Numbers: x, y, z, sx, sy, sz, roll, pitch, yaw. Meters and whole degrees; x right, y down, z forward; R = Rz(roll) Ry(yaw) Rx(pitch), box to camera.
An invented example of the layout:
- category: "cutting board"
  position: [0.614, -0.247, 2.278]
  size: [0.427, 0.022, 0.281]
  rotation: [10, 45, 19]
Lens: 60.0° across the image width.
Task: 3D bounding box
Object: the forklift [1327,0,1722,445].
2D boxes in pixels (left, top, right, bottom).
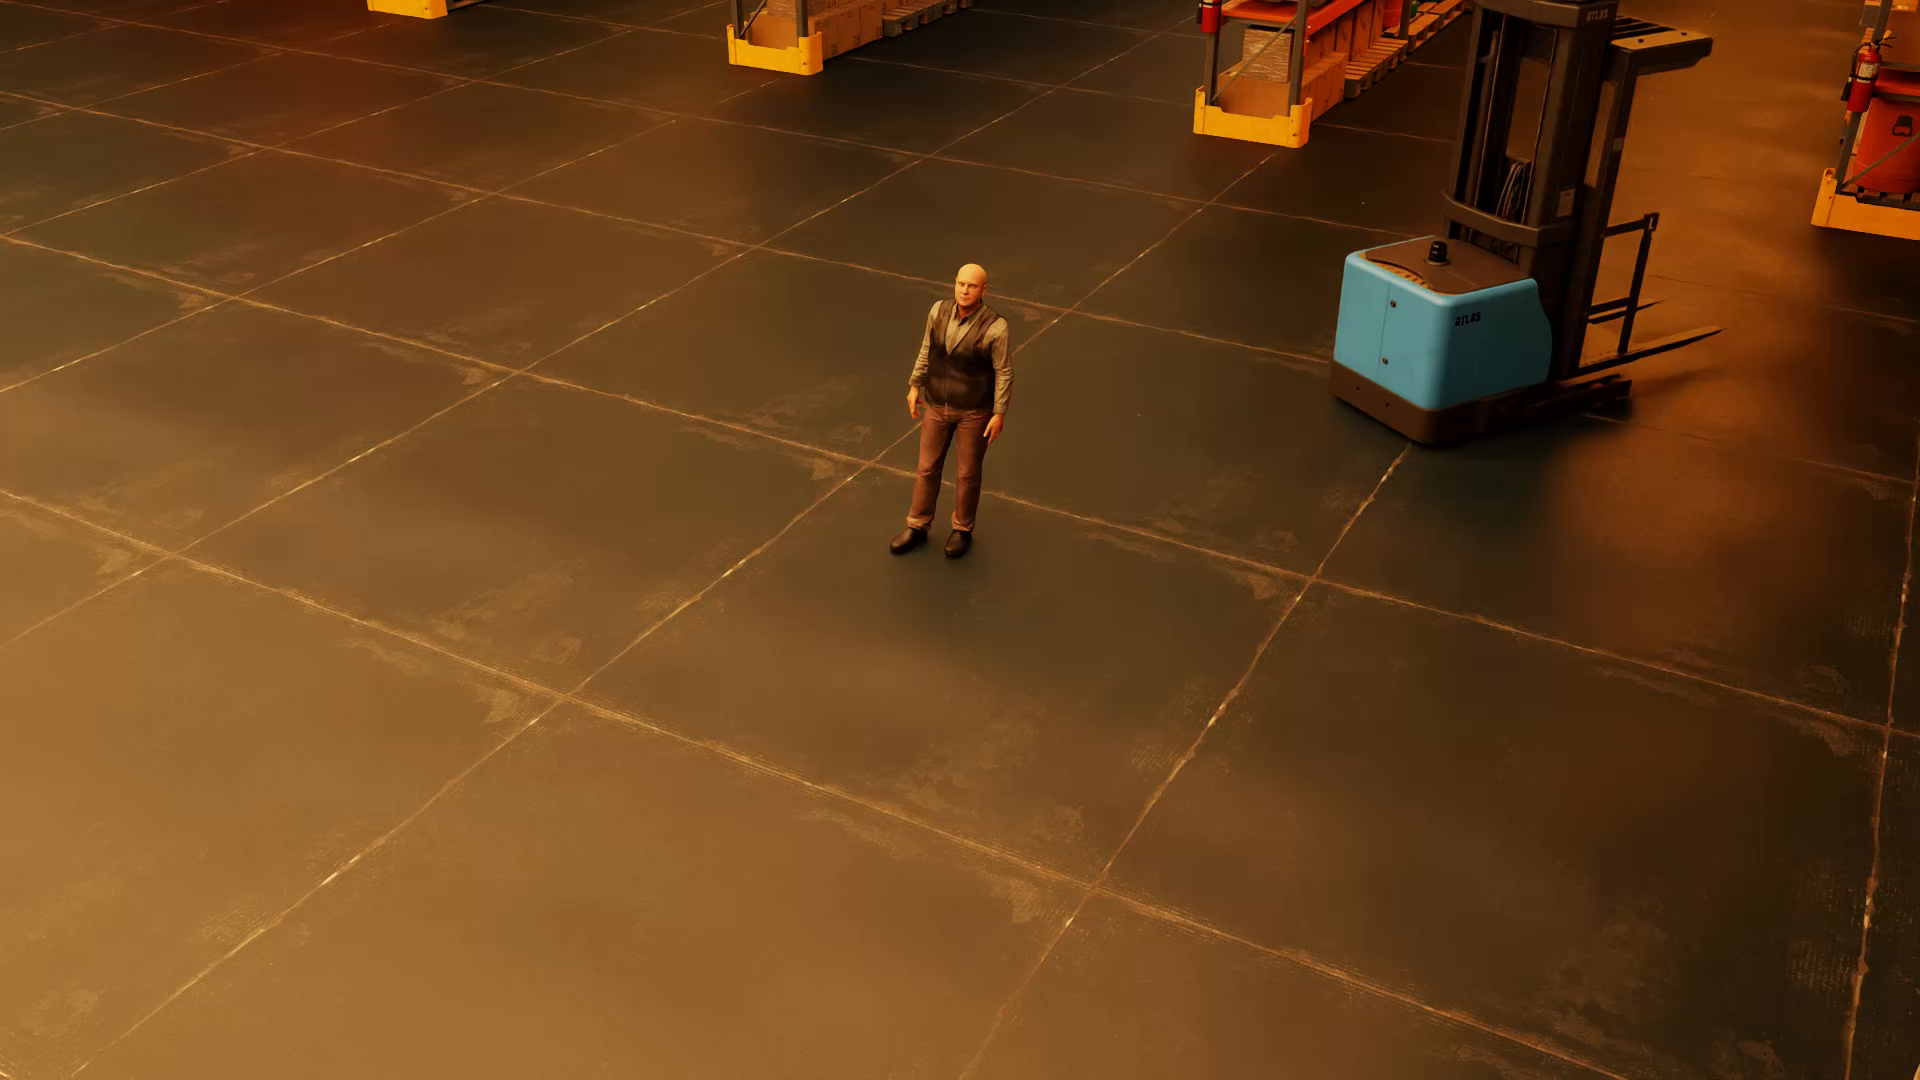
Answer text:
- category: "forklift"
  position: [4.127, -2.415, 11.256]
  size: [3.031, 2.935, 1.130]
  rotation: [-15, 33, -24]

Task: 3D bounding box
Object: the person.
- category: "person"
  position: [-0.037, -0.726, 9.524]
  size: [0.634, 1.722, 0.566]
  rotation: [15, 33, 25]
